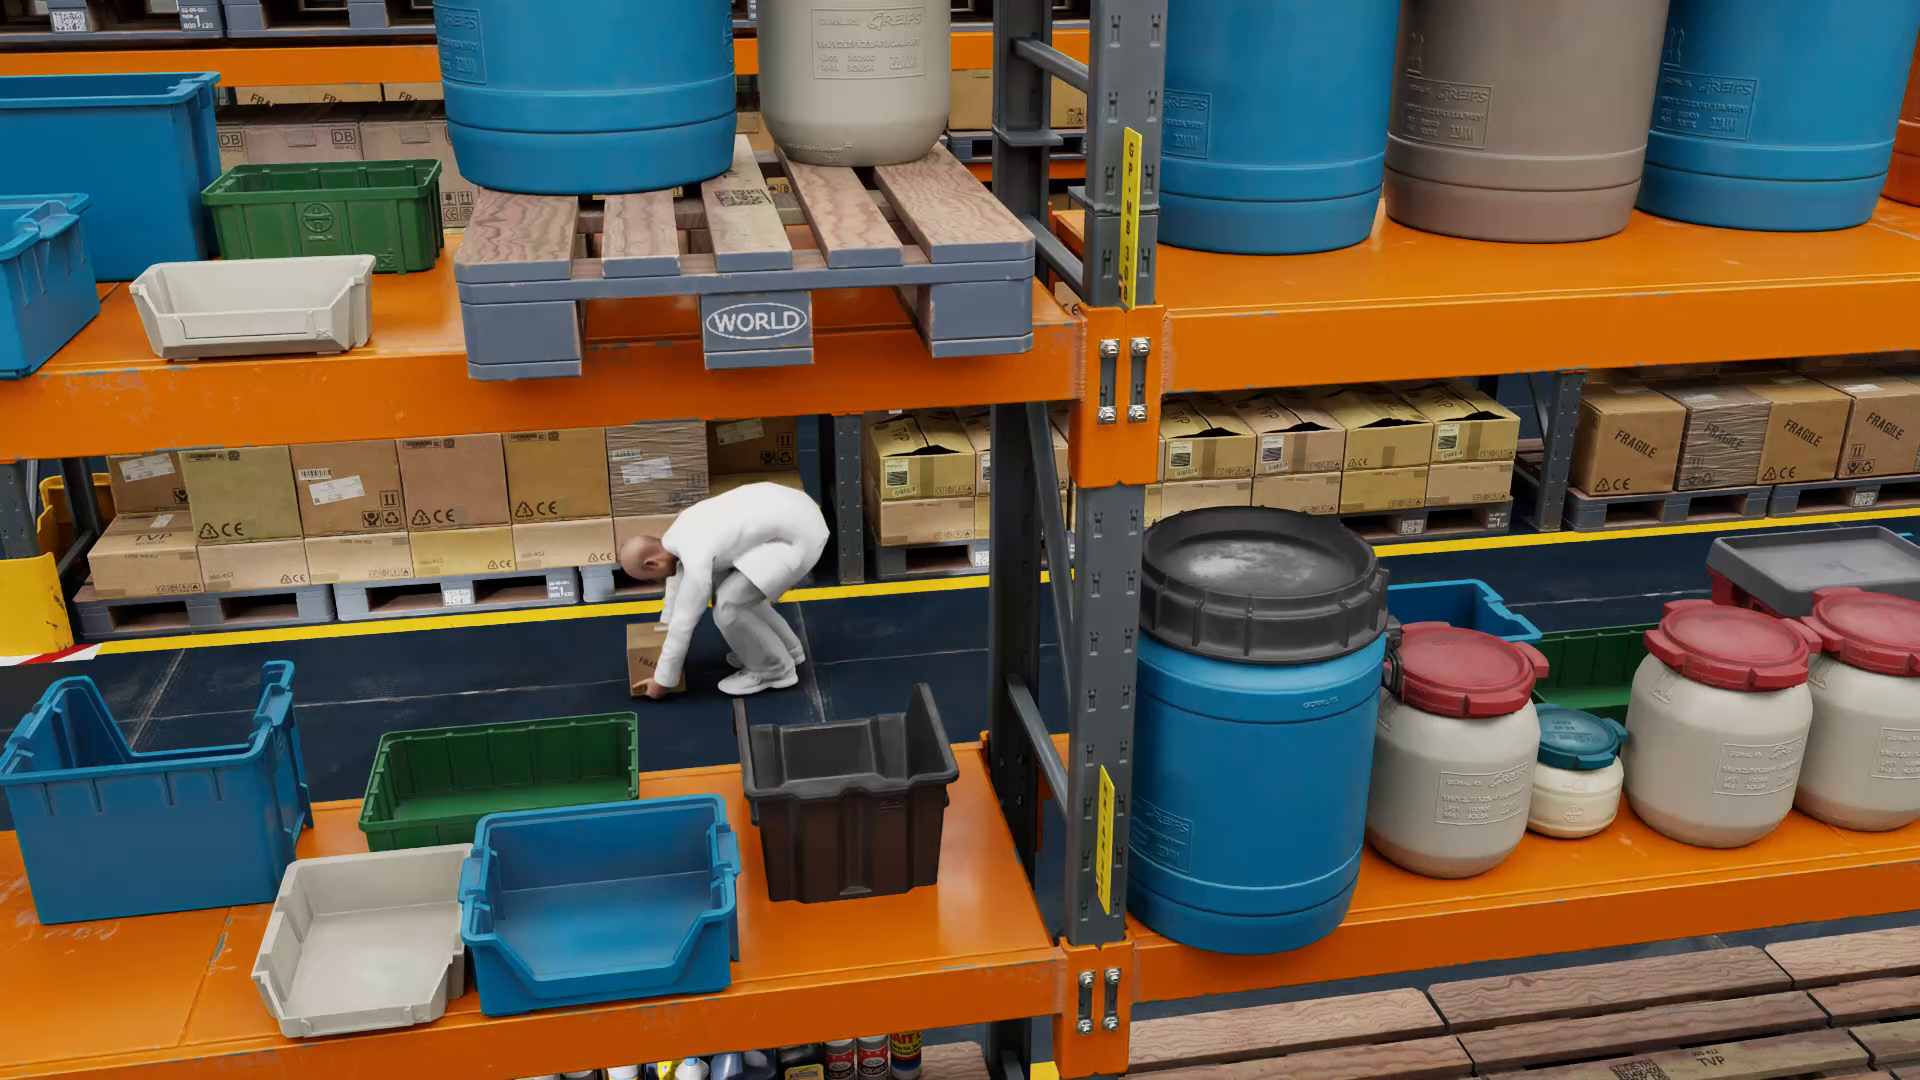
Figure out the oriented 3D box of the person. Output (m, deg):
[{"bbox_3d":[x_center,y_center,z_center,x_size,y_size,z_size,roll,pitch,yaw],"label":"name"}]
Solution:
[{"bbox_3d":[-1.067,0.219,7.651,0.945,0.952,0.586,-5,24,-12],"label":"person"}]
